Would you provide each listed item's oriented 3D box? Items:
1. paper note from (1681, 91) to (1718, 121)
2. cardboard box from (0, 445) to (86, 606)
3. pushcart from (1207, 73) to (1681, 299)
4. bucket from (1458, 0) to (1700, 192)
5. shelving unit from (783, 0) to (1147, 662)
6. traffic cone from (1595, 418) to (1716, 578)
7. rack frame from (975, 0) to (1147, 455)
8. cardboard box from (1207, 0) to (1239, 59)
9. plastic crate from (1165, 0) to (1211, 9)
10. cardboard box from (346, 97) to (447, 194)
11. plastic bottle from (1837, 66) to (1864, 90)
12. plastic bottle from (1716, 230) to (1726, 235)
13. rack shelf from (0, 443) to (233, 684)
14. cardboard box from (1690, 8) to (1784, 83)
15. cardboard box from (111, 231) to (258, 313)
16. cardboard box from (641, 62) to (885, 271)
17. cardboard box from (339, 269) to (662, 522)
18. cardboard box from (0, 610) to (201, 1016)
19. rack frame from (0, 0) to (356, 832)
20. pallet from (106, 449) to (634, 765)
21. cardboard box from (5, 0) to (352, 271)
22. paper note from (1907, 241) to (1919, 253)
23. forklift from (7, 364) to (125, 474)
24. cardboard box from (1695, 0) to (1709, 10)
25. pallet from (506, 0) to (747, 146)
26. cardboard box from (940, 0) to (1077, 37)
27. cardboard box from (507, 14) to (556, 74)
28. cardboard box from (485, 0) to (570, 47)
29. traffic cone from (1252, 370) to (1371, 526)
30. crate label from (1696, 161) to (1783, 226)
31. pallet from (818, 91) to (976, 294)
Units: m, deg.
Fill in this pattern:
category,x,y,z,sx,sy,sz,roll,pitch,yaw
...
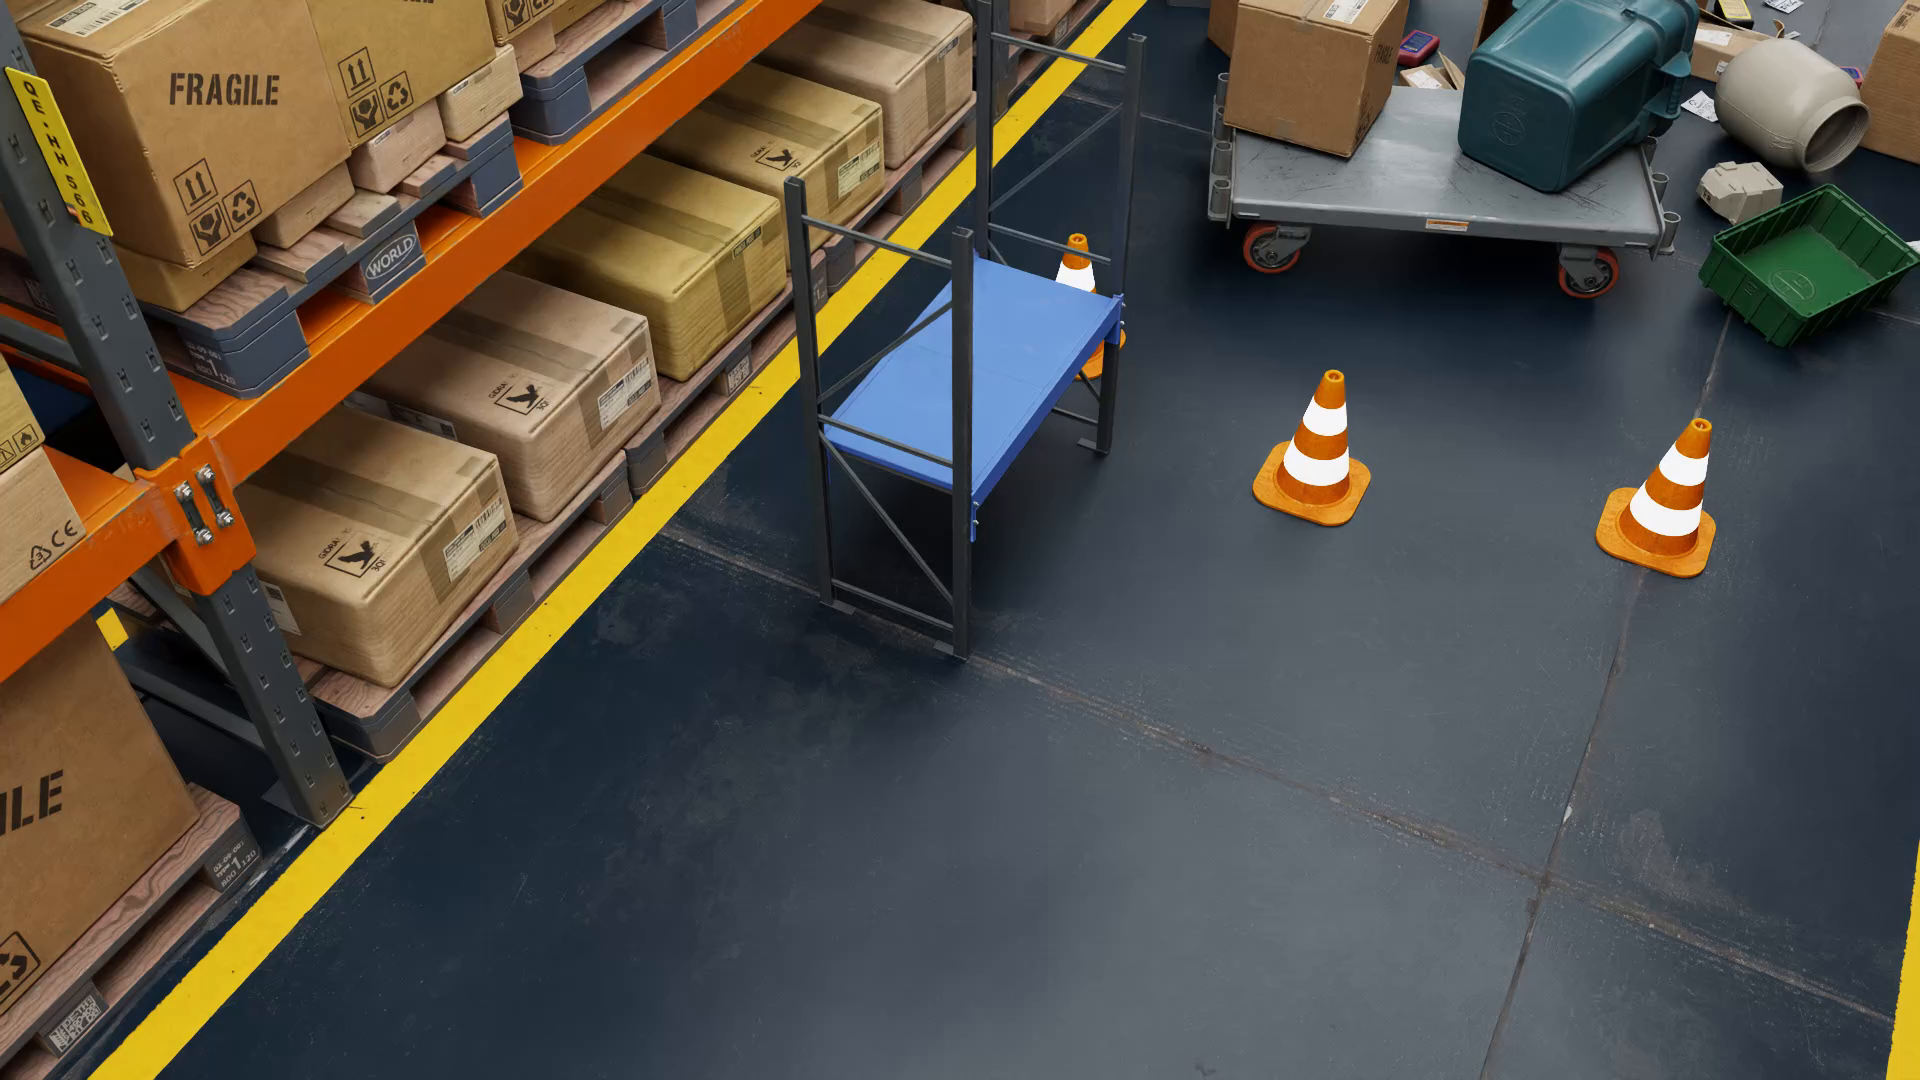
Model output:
category,x,y,z,sx,sy,sz,roll,pitch,yaw
paper note,3.173,-1.836,7.048,0.155,0.023,0.172,-33,54,-28
cardboard box,-2.130,-0.016,3.263,0.500,0.250,0.500,19,48,18
pushcart,1.774,-1.350,6.319,1.648,0.377,0.936,5,46,5
bucket,2.184,-1.653,6.008,0.620,0.611,0.726,-39,56,-20
shelving unit,0.040,-0.581,4.770,0.538,1.500,1.048,20,49,19
traffic cone,2.203,-0.185,5.107,0.336,0.463,0.334,20,49,19
rack frame,0.276,-0.901,5.086,0.500,1.500,0.032,20,49,19
cardboard box,1.434,-2.341,7.211,0.500,0.500,0.500,-16,48,-15
plastic crate,1.187,-2.685,7.848,0.402,0.080,0.583,5,46,5
cardboard box,-1.481,-1.000,4.011,0.380,0.149,0.250,17,48,17
plastic bottle,3.738,-1.994,7.177,0.283,0.061,0.133,5,46,5
plastic bottle,2.955,-1.062,6.257,0.133,0.061,0.283,-2,45,-2
rack shelf,-3.053,1.039,2.619,1.077,0.370,4.000,20,49,19
cardboard box,3.330,-2.152,7.191,0.396,0.266,0.258,29,52,25
cardboard box,-1.809,-0.676,3.690,0.380,0.149,0.250,18,48,17
cardboard box,-0.840,-1.432,6.108,0.950,0.372,0.625,23,50,21
cardboard box,-1.518,-0.517,5.205,0.950,0.372,0.625,20,49,18
cardboard box,-2.519,0.534,3.812,0.875,0.875,0.875,20,49,19
rack frame,-2.125,-0.473,3.609,1.000,3.000,0.127,20,49,19
pallet,-1.761,0.015,5.087,1.003,0.211,1.213,20,49,19
cardboard box,-1.711,-0.968,3.523,0.500,0.500,0.500,19,48,18
paper note,3.673,-1.102,6.317,0.147,0.020,0.142,-9,46,-9
forklift,-2.627,-2.127,5.291,1.130,2.935,3.031,21,49,20
cardboard box,3.016,-2.693,7.558,0.797,0.503,0.637,-9,46,-9
pallet,-1.242,-1.666,4.923,1.003,0.211,1.213,20,49,19
cardboard box,0.245,-2.457,7.207,0.500,0.250,0.500,18,48,17
cardboard box,-1.292,-1.344,4.351,0.380,0.149,0.250,23,50,21
cardboard box,-1.235,-1.635,4.182,0.500,0.500,0.500,21,49,20
traffic cone,1.147,-0.345,5.266,0.336,0.463,0.334,20,49,19
crate label,3.054,-1.366,6.504,0.298,0.136,0.250,-9,46,-9
pallet,-0.628,-1.522,6.606,1.003,0.211,1.213,20,49,19
